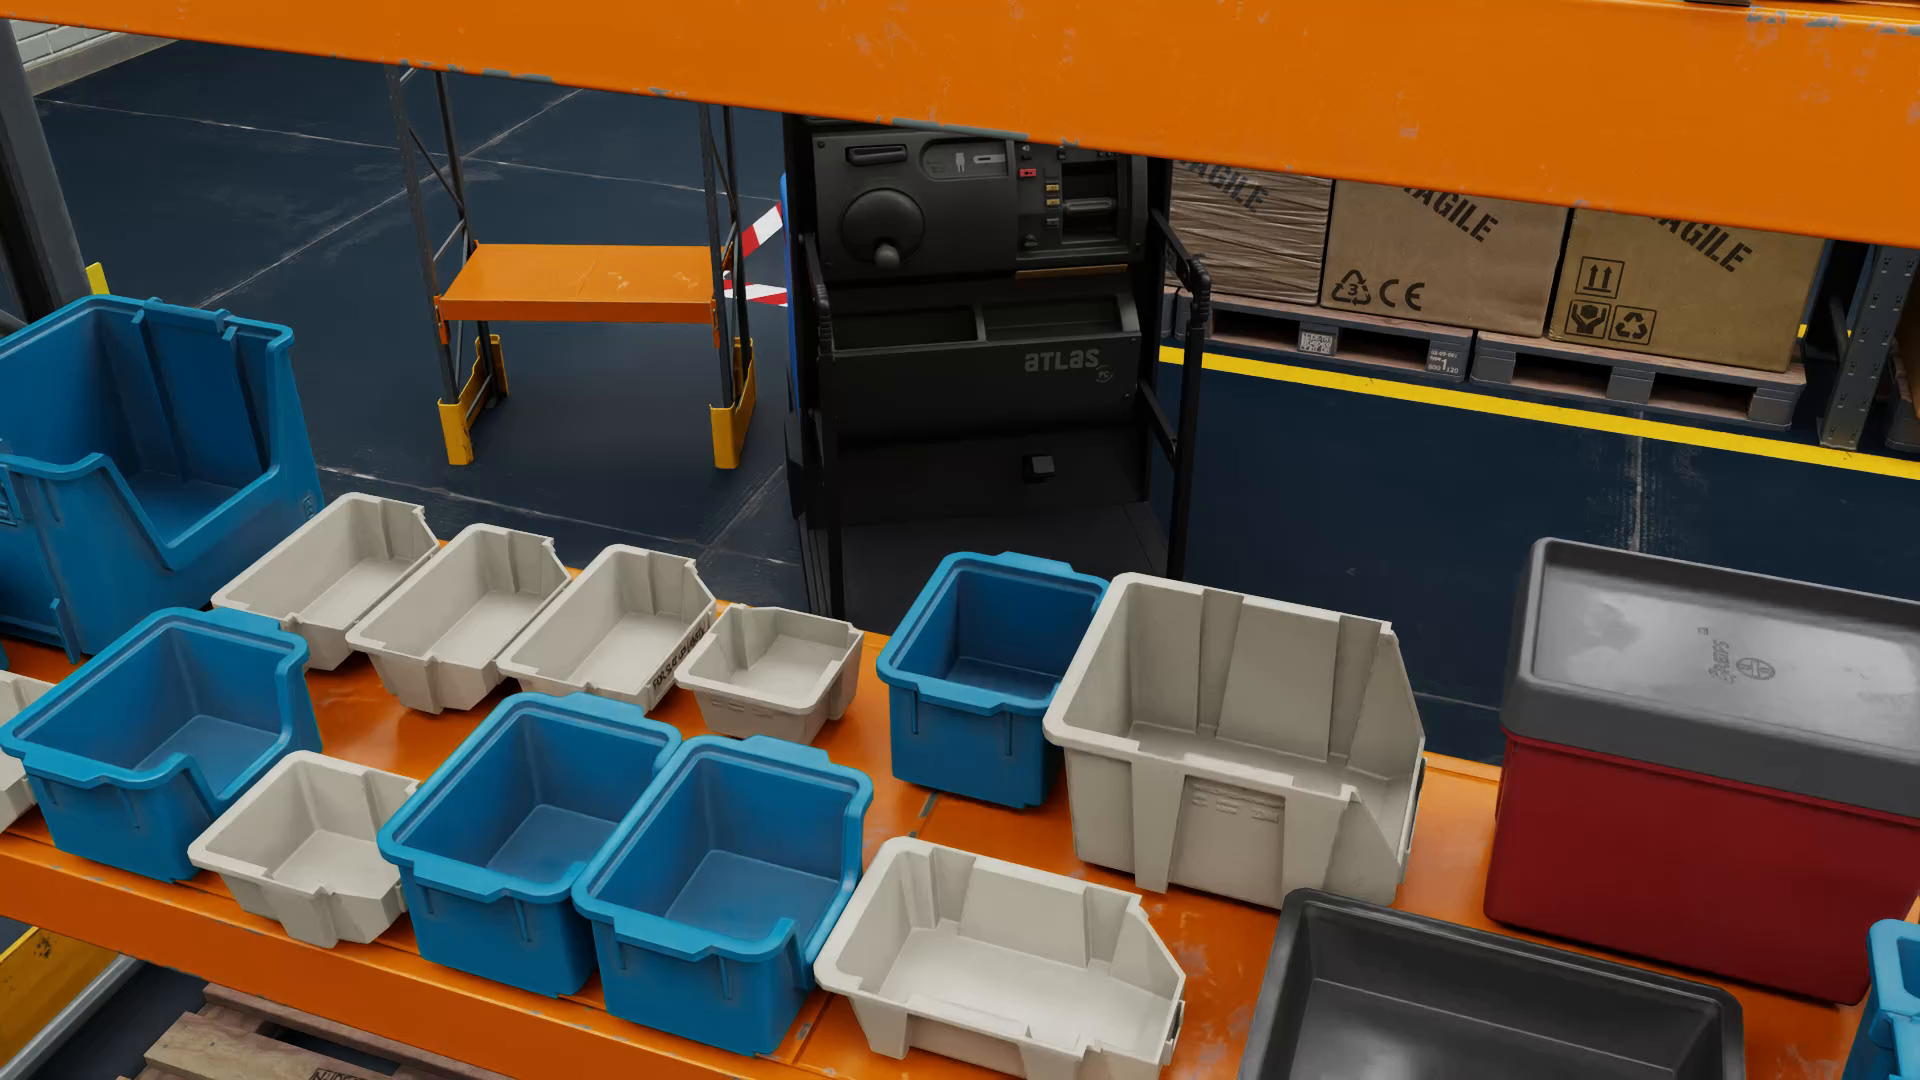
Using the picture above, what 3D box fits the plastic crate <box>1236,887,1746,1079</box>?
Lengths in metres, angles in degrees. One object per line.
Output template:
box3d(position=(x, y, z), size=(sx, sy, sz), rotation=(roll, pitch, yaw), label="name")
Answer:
box3d(position=(0.664, 0.698, 2.103), size=(0.590, 0.125, 0.437), rotation=(11, 34, 16), label="plastic crate")

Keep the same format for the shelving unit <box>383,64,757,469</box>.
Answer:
box3d(position=(-1.357, -1.060, 6.010), size=(1.083, 1.500, 0.587), rotation=(1, 33, 1), label="shelving unit")

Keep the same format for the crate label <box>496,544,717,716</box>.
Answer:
box3d(position=(-0.590, 0.184, 2.887), size=(0.243, 0.136, 0.396), rotation=(11, 34, 16), label="crate label")

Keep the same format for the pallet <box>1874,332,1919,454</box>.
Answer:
box3d(position=(4.231, -0.580, 6.454), size=(1.213, 0.211, 1.003), rotation=(11, 34, 16), label="pallet")

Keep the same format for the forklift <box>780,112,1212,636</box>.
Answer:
box3d(position=(0.097, -0.897, 4.437), size=(1.130, 2.935, 3.031), rotation=(-5, 33, -8), label="forklift")

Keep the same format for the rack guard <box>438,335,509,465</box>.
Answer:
box3d(position=(-1.855, -0.543, 6.360), size=(0.087, 0.250, 0.587), rotation=(1, 33, 1), label="rack guard")

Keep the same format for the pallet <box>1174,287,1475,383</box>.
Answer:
box3d(position=(1.637, -1.084, 7.235), size=(1.213, 0.211, 1.003), rotation=(11, 34, 16), label="pallet")

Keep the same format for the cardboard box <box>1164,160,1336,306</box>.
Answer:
box3d(position=(1.200, -1.627, 7.077), size=(0.875, 0.875, 0.875), rotation=(11, 34, 16), label="cardboard box")

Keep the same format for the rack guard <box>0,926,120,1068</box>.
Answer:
box3d(position=(-1.984, 0.995, 3.748), size=(0.348, 0.500, 1.175), rotation=(11, 34, 16), label="rack guard")

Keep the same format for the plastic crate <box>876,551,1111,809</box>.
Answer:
box3d(position=(0.062, 0.233, 2.723), size=(0.300, 0.233, 0.416), rotation=(11, 34, 16), label="plastic crate")

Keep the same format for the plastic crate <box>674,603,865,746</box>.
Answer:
box3d(position=(-0.305, 0.229, 2.818), size=(0.250, 0.136, 0.298), rotation=(11, 34, 16), label="plastic crate")

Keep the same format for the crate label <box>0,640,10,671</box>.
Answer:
box3d(position=(-1.836, 0.201, 2.772), size=(0.303, 0.233, 0.416), rotation=(11, 34, 16), label="crate label")

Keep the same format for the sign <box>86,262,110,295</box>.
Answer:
box3d(position=(-1.787, -0.410, 3.469), size=(0.005, 0.325, 0.100), rotation=(11, 34, 16), label="sign")

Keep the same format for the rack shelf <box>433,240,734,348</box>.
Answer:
box3d(position=(-1.348, -0.909, 6.107), size=(1.000, 0.185, 0.538), rotation=(1, 33, 1), label="rack shelf")

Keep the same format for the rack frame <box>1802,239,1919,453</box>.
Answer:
box3d(position=(3.479, -1.854, 5.857), size=(0.127, 3.000, 1.000), rotation=(11, 34, 16), label="rack frame")

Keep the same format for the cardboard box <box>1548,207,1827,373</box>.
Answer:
box3d(position=(2.885, -1.300, 6.569), size=(0.875, 0.875, 0.875), rotation=(11, 34, 16), label="cardboard box")

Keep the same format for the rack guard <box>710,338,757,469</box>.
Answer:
box3d(position=(-0.860, -0.528, 6.337), size=(0.087, 0.250, 0.587), rotation=(1, 33, 1), label="rack guard")

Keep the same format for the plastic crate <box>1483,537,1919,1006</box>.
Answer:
box3d(position=(1.052, 0.331, 2.357), size=(0.583, 0.464, 0.402), rotation=(11, 34, 16), label="plastic crate")

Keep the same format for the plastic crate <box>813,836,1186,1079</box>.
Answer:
box3d(position=(0.067, 0.595, 2.251), size=(0.466, 0.136, 0.293), rotation=(11, 34, 16), label="plastic crate")

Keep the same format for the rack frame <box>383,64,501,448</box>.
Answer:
box3d(position=(-1.856, -1.068, 6.021), size=(0.032, 1.500, 0.500), rotation=(1, 33, 1), label="rack frame")

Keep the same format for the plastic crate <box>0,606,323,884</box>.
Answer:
box3d(position=(-1.216, 0.322, 2.585), size=(0.300, 0.233, 0.416), rotation=(11, 34, 16), label="plastic crate")

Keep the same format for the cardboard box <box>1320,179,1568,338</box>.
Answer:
box3d(position=(2.037, -1.464, 6.824), size=(0.875, 0.875, 0.875), rotation=(11, 34, 16), label="cardboard box")

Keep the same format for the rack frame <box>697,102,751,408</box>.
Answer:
box3d(position=(-0.840, -1.053, 5.998), size=(0.032, 1.500, 0.500), rotation=(1, 33, 1), label="rack frame")

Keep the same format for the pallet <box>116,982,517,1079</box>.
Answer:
box3d(position=(-1.194, 1.285, 3.565), size=(1.213, 0.211, 1.003), rotation=(11, 34, 16), label="pallet")

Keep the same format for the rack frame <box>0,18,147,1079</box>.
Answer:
box3d(position=(-1.957, -0.057, 3.073), size=(0.127, 3.000, 1.000), rotation=(11, 34, 16), label="rack frame")

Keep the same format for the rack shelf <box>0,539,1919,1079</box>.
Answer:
box3d(position=(-0.075, 0.611, 2.701), size=(4.000, 0.370, 1.077), rotation=(11, 34, 16), label="rack shelf")

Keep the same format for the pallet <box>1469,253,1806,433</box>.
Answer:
box3d(position=(2.790, -0.862, 6.890), size=(1.213, 0.211, 1.003), rotation=(11, 34, 16), label="pallet")

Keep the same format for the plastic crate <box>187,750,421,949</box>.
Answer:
box3d(position=(-0.924, 0.467, 2.449), size=(0.298, 0.136, 0.250), rotation=(11, 34, 16), label="plastic crate")

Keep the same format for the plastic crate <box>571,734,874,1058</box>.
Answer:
box3d(position=(-0.314, 0.497, 2.314), size=(0.300, 0.233, 0.416), rotation=(11, 34, 16), label="plastic crate")

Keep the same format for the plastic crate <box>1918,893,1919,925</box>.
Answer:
box3d(position=(1.418, 0.602, 2.240), size=(0.243, 0.136, 0.396), rotation=(11, 34, 16), label="plastic crate")

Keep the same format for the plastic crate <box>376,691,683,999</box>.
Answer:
box3d(position=(-0.597, 0.442, 2.399), size=(0.300, 0.233, 0.416), rotation=(11, 34, 16), label="plastic crate")

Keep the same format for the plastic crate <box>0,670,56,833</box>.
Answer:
box3d(position=(-1.562, 0.343, 2.642), size=(0.298, 0.136, 0.250), rotation=(11, 34, 16), label="plastic crate")

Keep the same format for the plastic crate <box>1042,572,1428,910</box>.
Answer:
box3d(position=(0.433, 0.326, 2.534), size=(0.530, 0.282, 0.437), rotation=(11, 34, 16), label="plastic crate")

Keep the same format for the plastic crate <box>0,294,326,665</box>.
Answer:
box3d(position=(-1.579, -0.131, 3.100), size=(0.499, 0.435, 0.616), rotation=(11, 34, 16), label="plastic crate")

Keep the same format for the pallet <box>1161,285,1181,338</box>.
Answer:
box3d(position=(0.493, -1.308, 7.582), size=(1.213, 0.211, 1.003), rotation=(11, 34, 16), label="pallet")

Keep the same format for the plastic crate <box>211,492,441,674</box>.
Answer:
box3d(position=(-1.129, 0.085, 3.040), size=(0.243, 0.136, 0.396), rotation=(11, 34, 16), label="plastic crate")

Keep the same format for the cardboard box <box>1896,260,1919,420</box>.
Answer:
box3d(position=(4.088, -1.031, 6.153), size=(0.875, 0.875, 1.225), rotation=(11, 34, 17), label="cardboard box")

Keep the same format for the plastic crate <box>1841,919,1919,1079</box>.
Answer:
box3d(position=(1.253, 0.745, 1.790), size=(0.575, 0.384, 0.392), rotation=(11, 34, 16), label="plastic crate")

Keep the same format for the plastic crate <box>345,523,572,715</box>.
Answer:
box3d(position=(-0.861, 0.146, 2.947), size=(0.243, 0.136, 0.396), rotation=(11, 34, 16), label="plastic crate")
